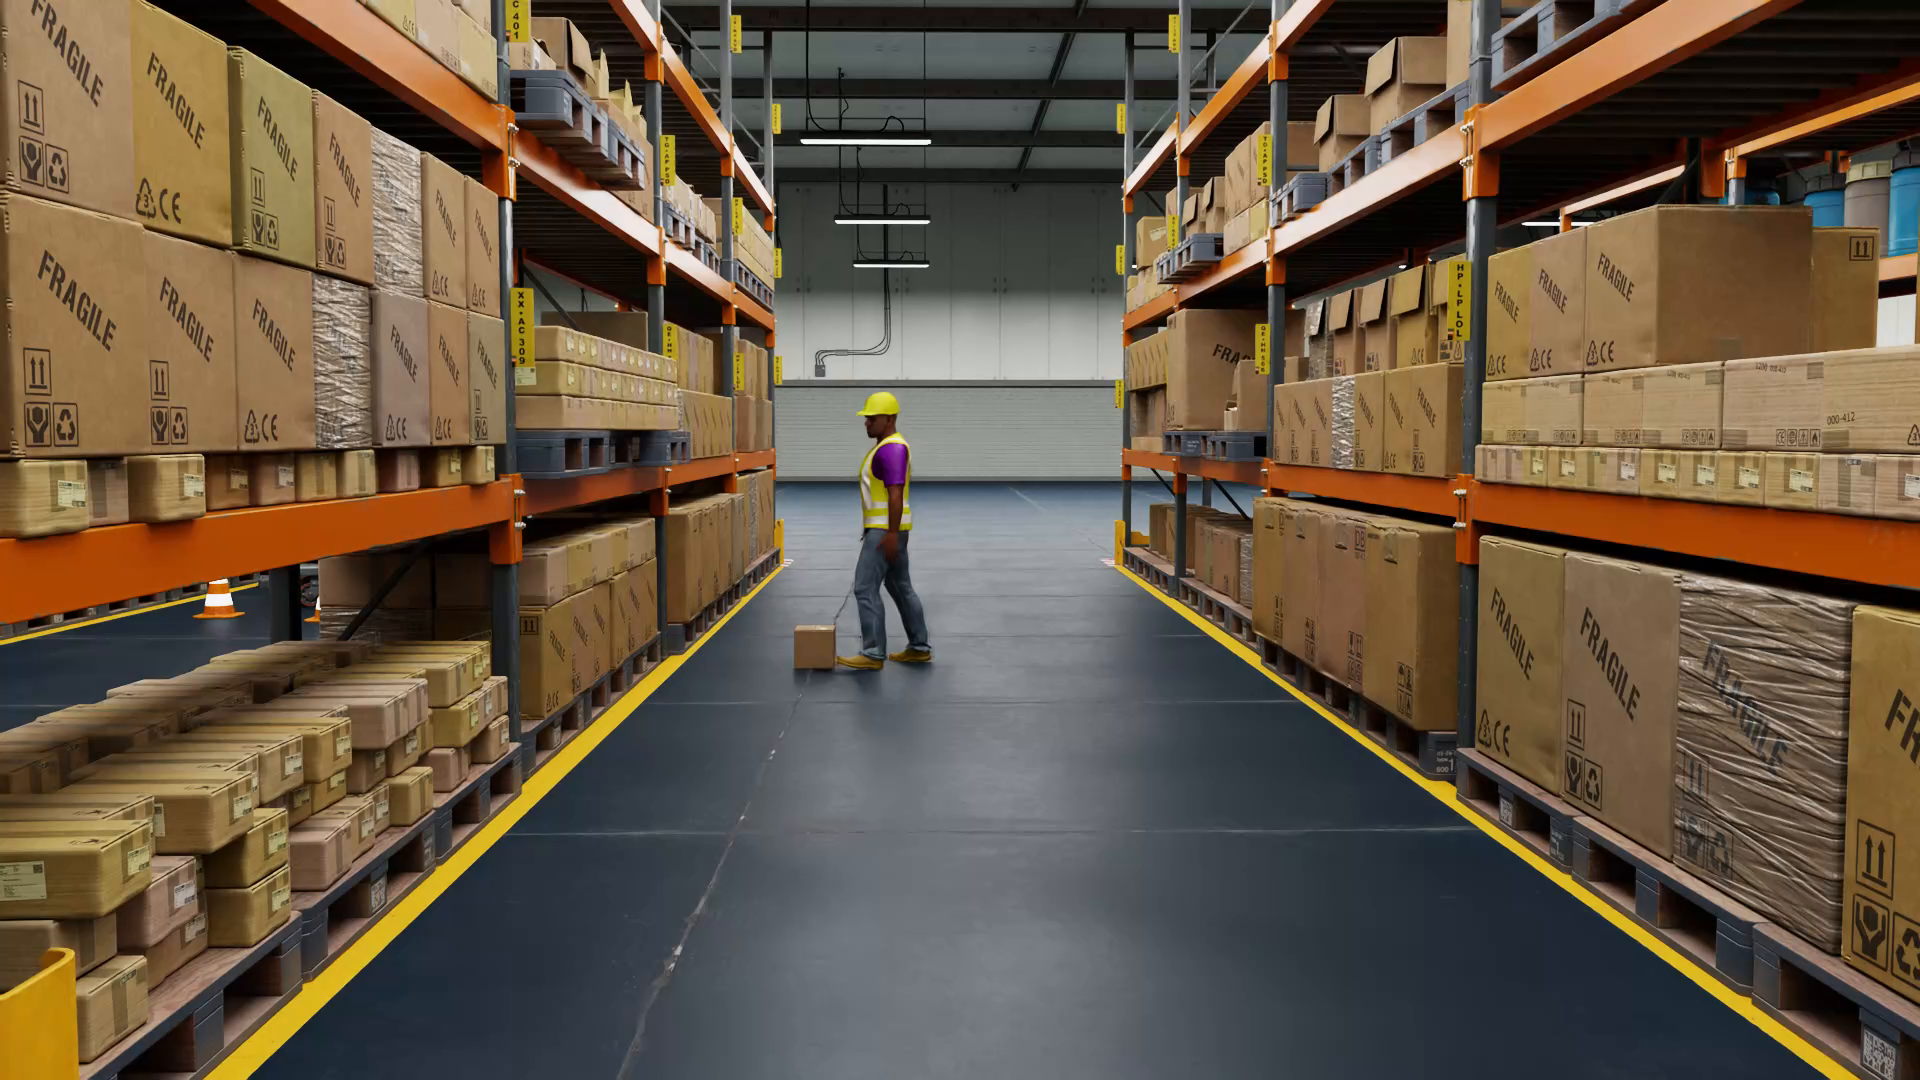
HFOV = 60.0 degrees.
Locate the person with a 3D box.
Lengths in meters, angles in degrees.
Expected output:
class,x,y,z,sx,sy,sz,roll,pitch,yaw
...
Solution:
class,x,y,z,sx,sy,sz,roll,pitch,yaw
person,-0.482,-0.061,10.617,0.606,1.761,0.608,0,4,-2
